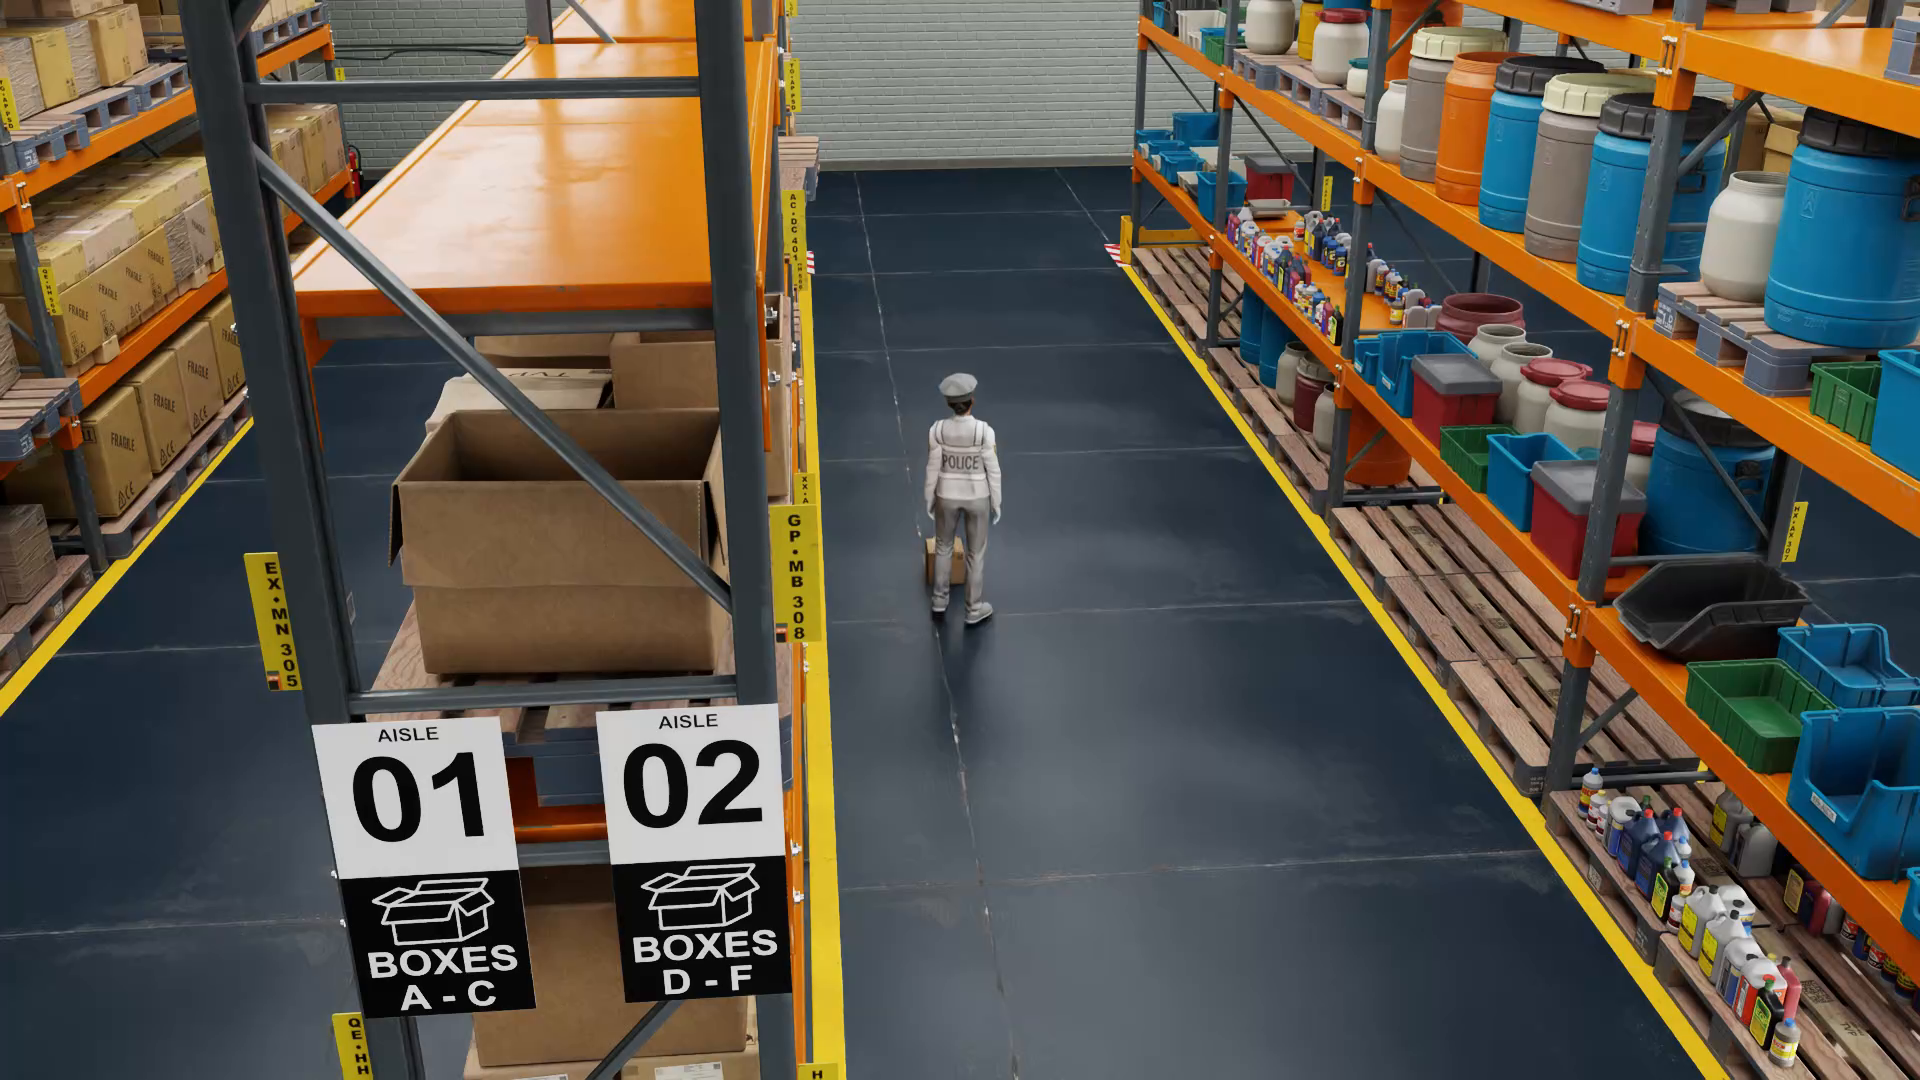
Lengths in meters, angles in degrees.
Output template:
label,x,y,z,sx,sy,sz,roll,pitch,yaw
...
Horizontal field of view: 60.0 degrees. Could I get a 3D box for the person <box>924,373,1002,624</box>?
label,x,y,z,sx,sy,sz,roll,pitch,yaw
person,0.023,-0.269,10.862,0.517,1.672,0.359,4,24,8
